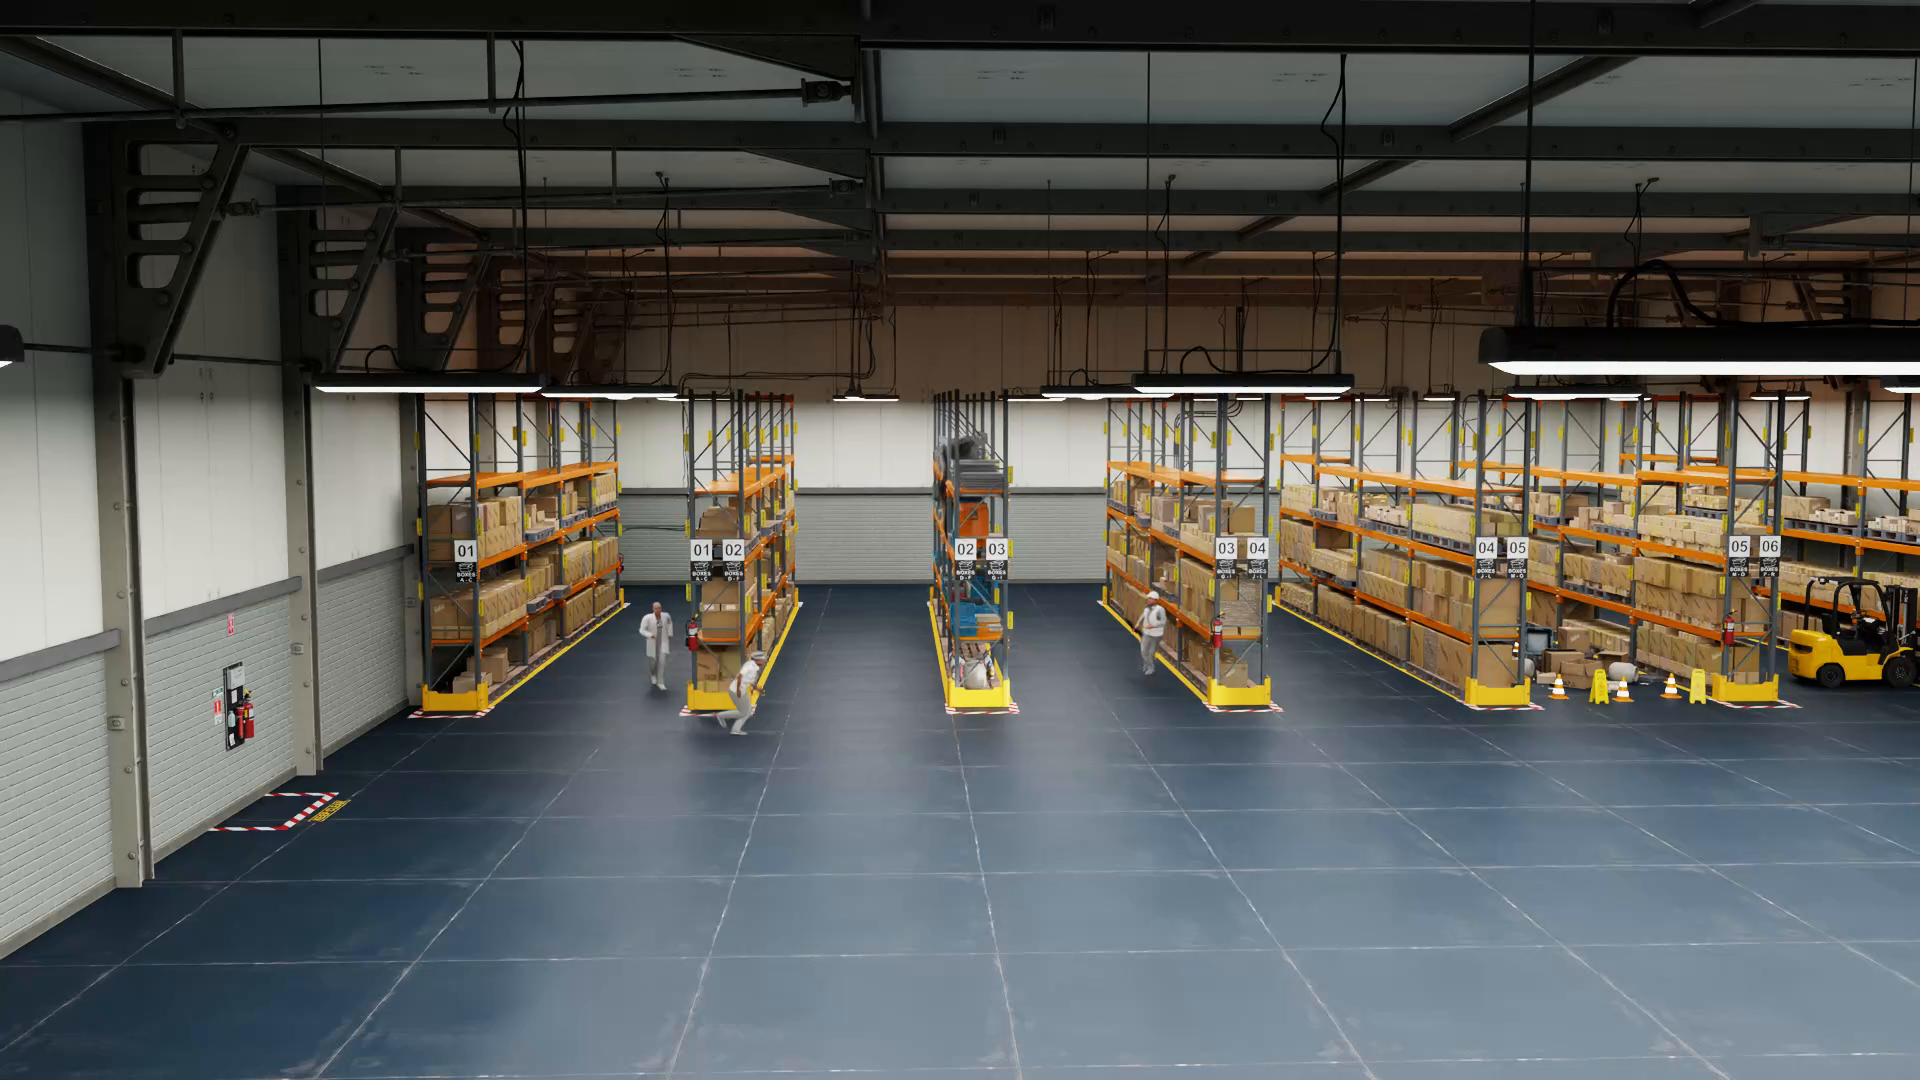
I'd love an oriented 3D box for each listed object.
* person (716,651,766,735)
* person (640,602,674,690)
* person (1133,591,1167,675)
[{"bbox_3d":[-3.786,2.660,28.745,0.883,1.472,0.588,0,5,4],"label":"person"},{"bbox_3d":[-6.145,2.107,33.648,0.690,1.749,1.009,-1,5,-16],"label":"person"},{"bbox_3d":[3.875,1.875,33.659,0.755,1.717,0.583,3,5,30],"label":"person"}]
